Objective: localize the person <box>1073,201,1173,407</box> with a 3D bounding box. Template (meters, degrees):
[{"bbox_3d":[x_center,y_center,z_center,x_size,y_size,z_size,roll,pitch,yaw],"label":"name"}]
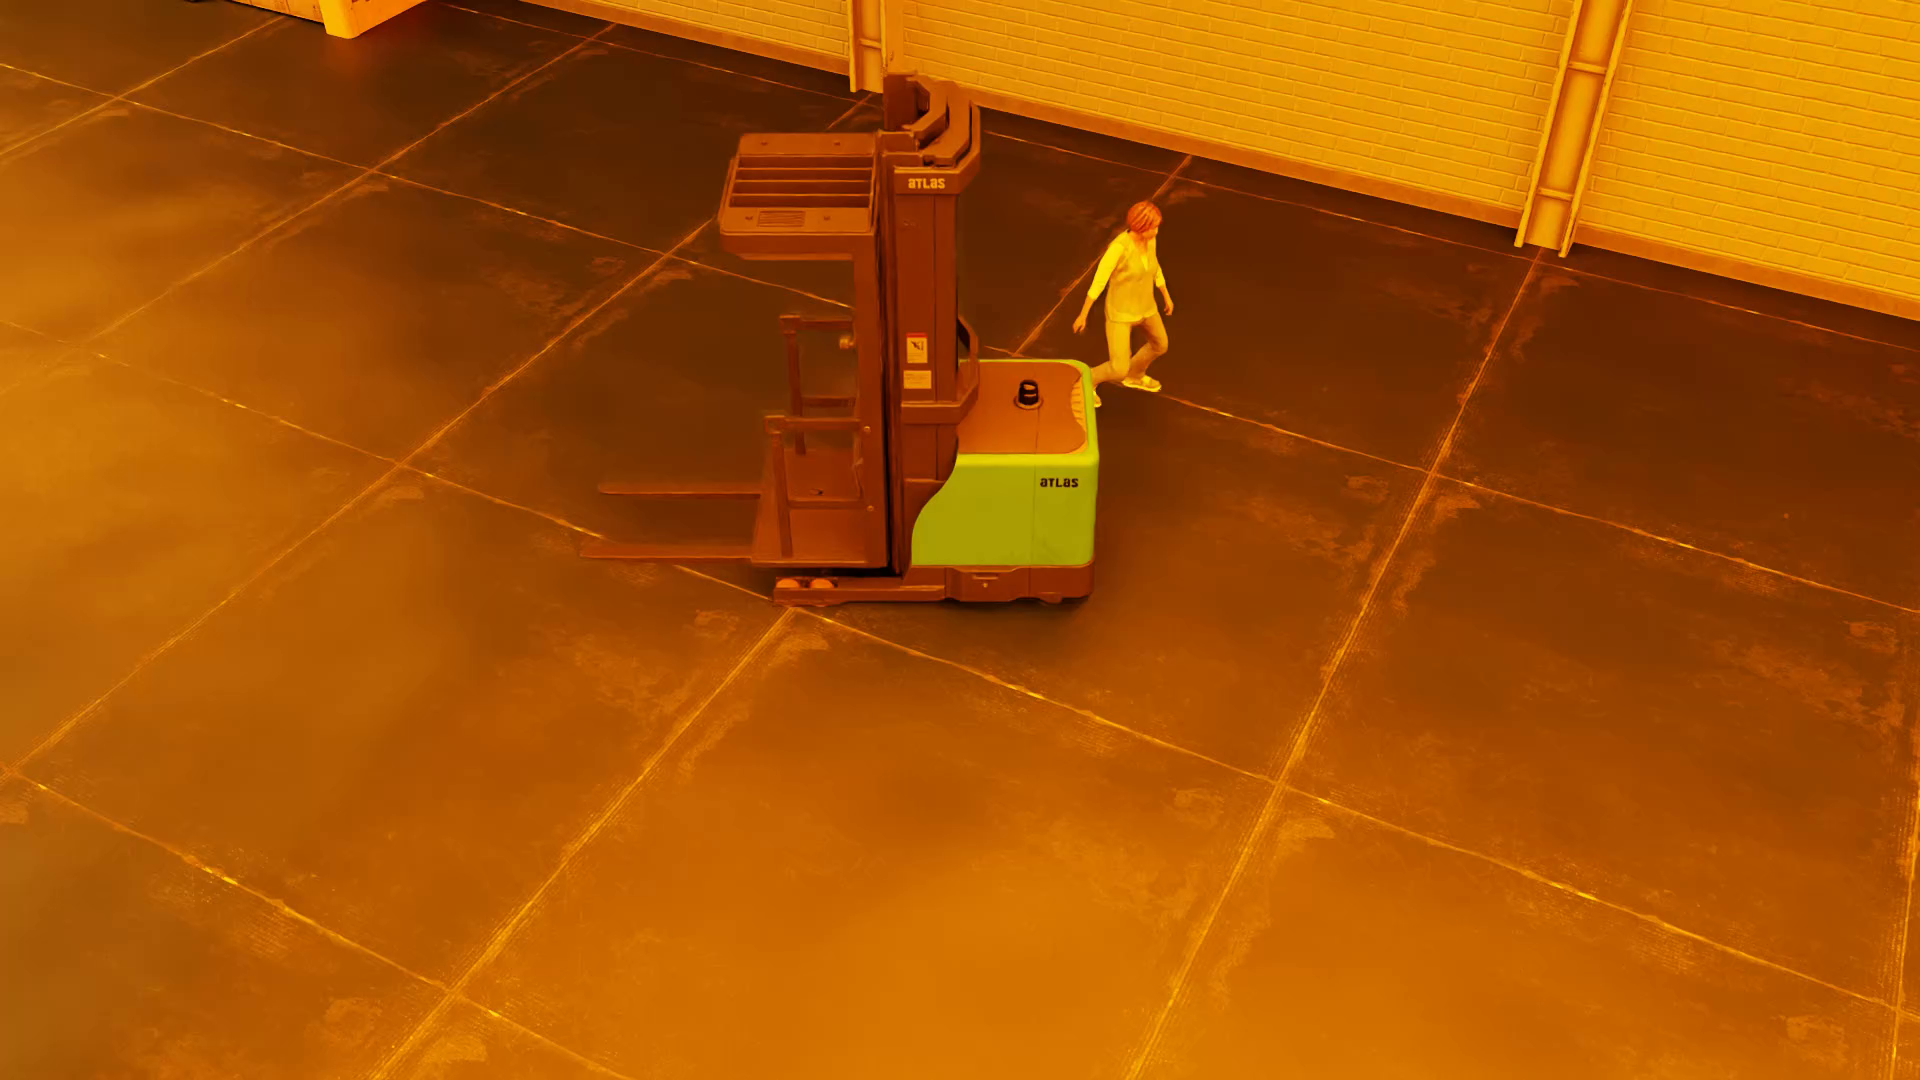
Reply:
[{"bbox_3d":[1.078,-1.510,10.892,0.751,1.513,0.449,-26,47,-27],"label":"person"}]

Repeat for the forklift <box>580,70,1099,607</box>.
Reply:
[{"bbox_3d":[-0.729,-1.069,9.256,3.031,2.935,1.130,0,40,0],"label":"forklift"}]
